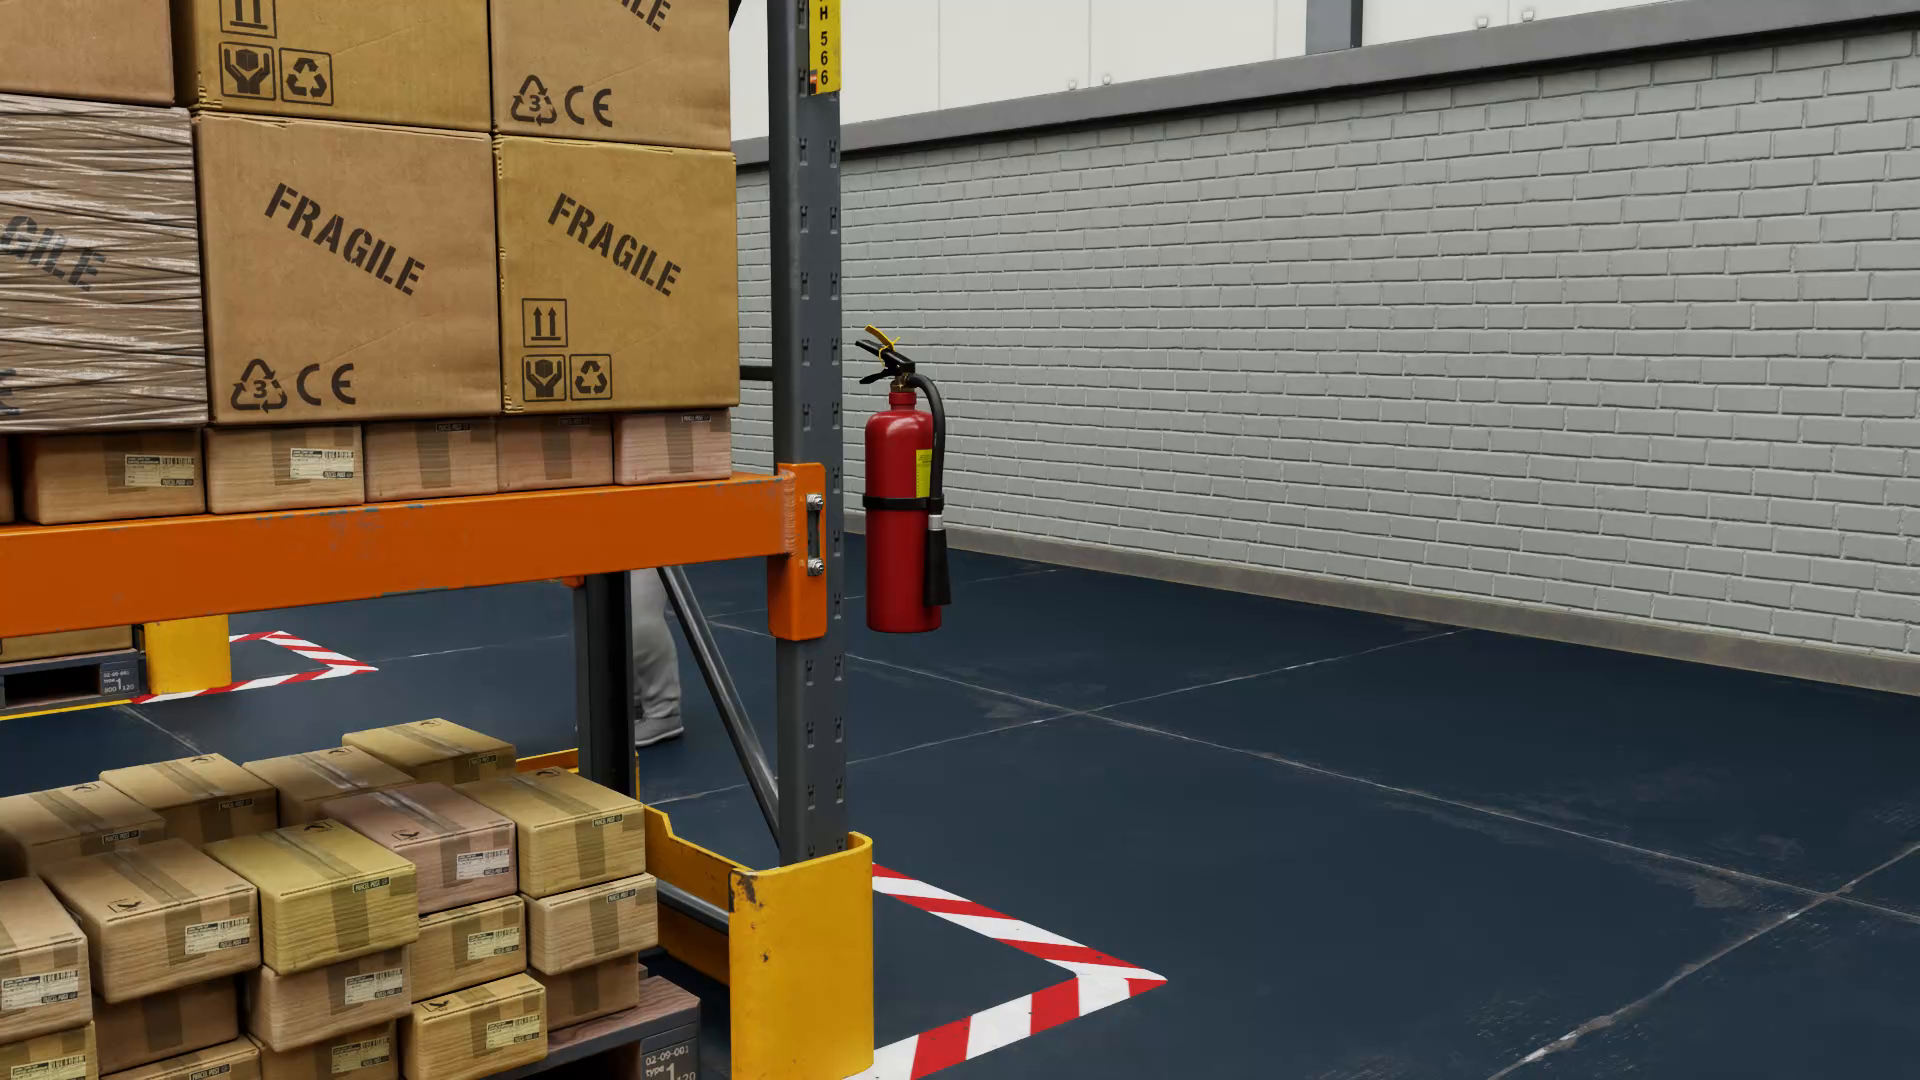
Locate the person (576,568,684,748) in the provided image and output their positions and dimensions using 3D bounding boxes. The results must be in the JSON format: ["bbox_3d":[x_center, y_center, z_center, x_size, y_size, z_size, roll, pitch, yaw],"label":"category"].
[{"bbox_3d":[-1.339,-0.060,6.441,0.615,1.704,0.475,-7,10,-42],"label":"person"}]
